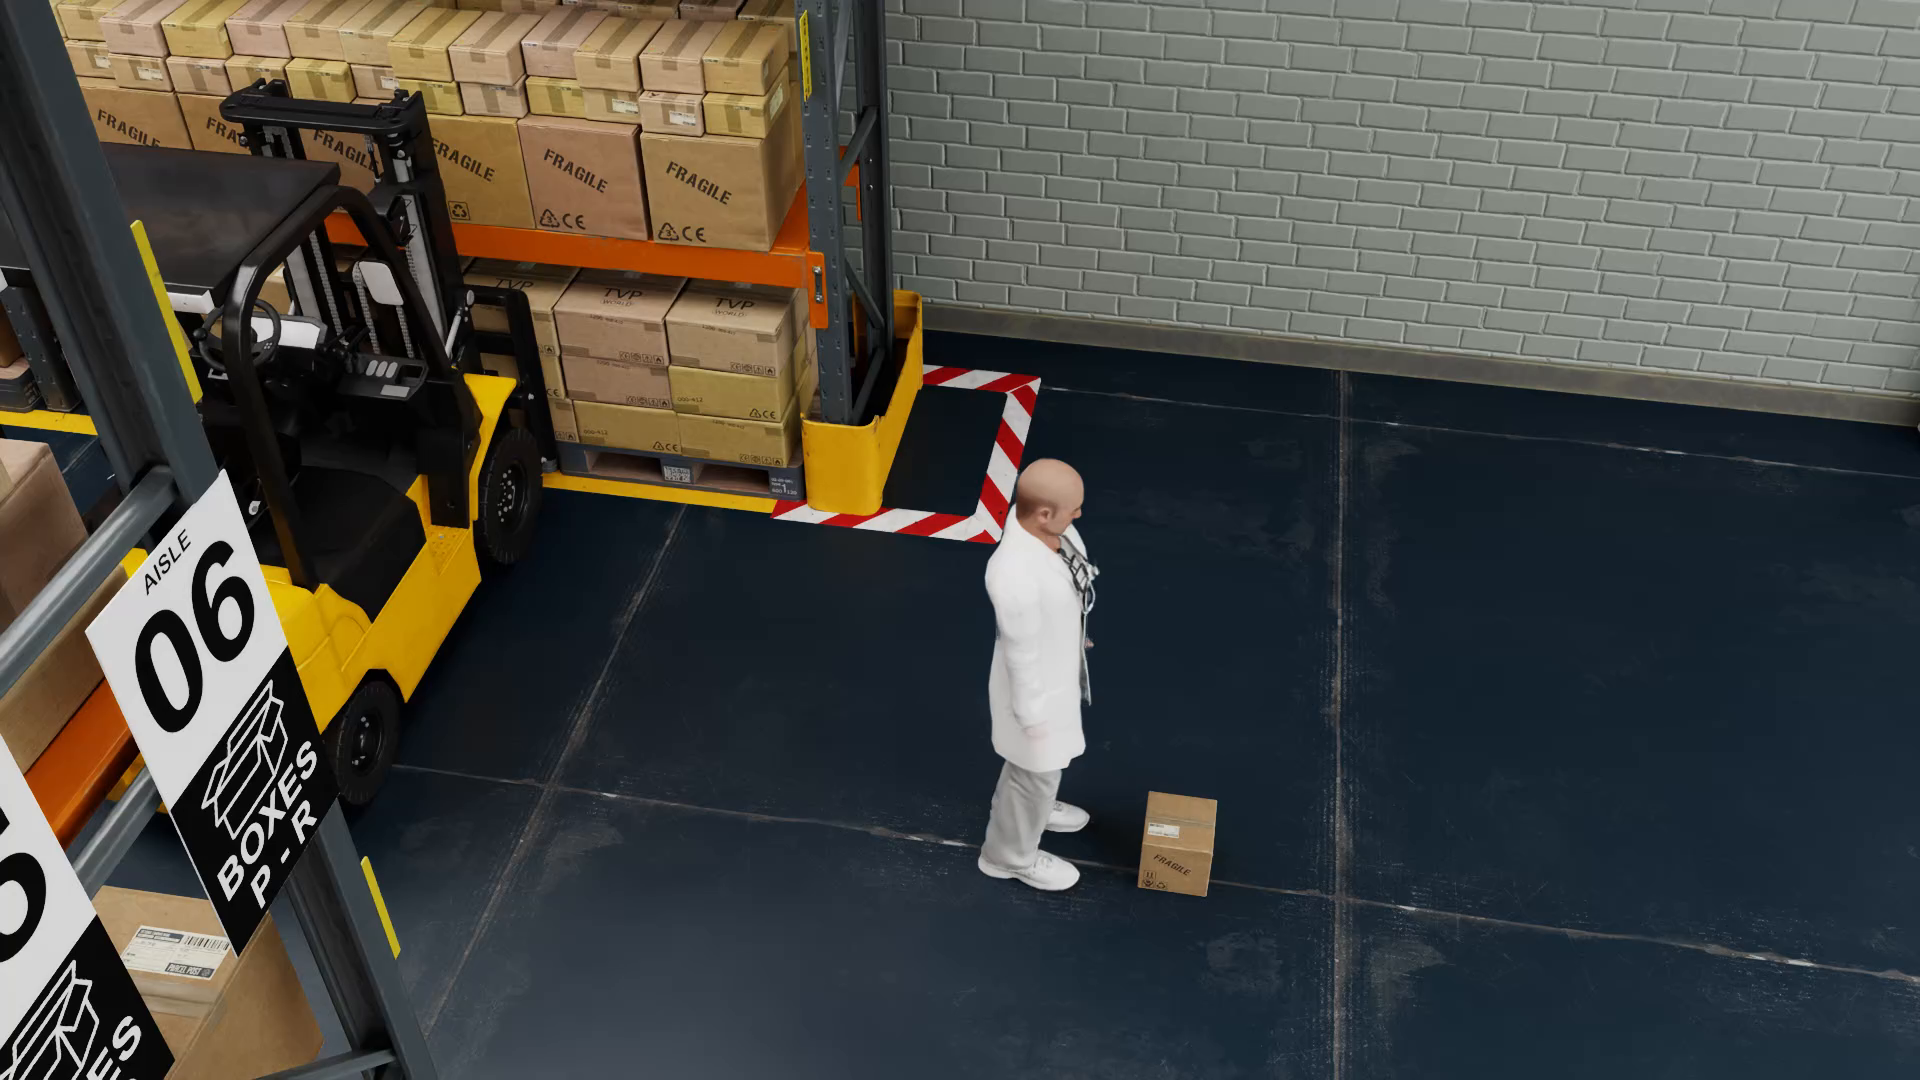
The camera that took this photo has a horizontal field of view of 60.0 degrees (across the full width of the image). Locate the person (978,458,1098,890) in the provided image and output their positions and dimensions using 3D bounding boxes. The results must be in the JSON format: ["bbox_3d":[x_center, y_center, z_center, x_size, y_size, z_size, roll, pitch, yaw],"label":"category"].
[{"bbox_3d":[0.280,0.449,5.642,0.377,1.772,0.562,7,41,9],"label":"person"}]
